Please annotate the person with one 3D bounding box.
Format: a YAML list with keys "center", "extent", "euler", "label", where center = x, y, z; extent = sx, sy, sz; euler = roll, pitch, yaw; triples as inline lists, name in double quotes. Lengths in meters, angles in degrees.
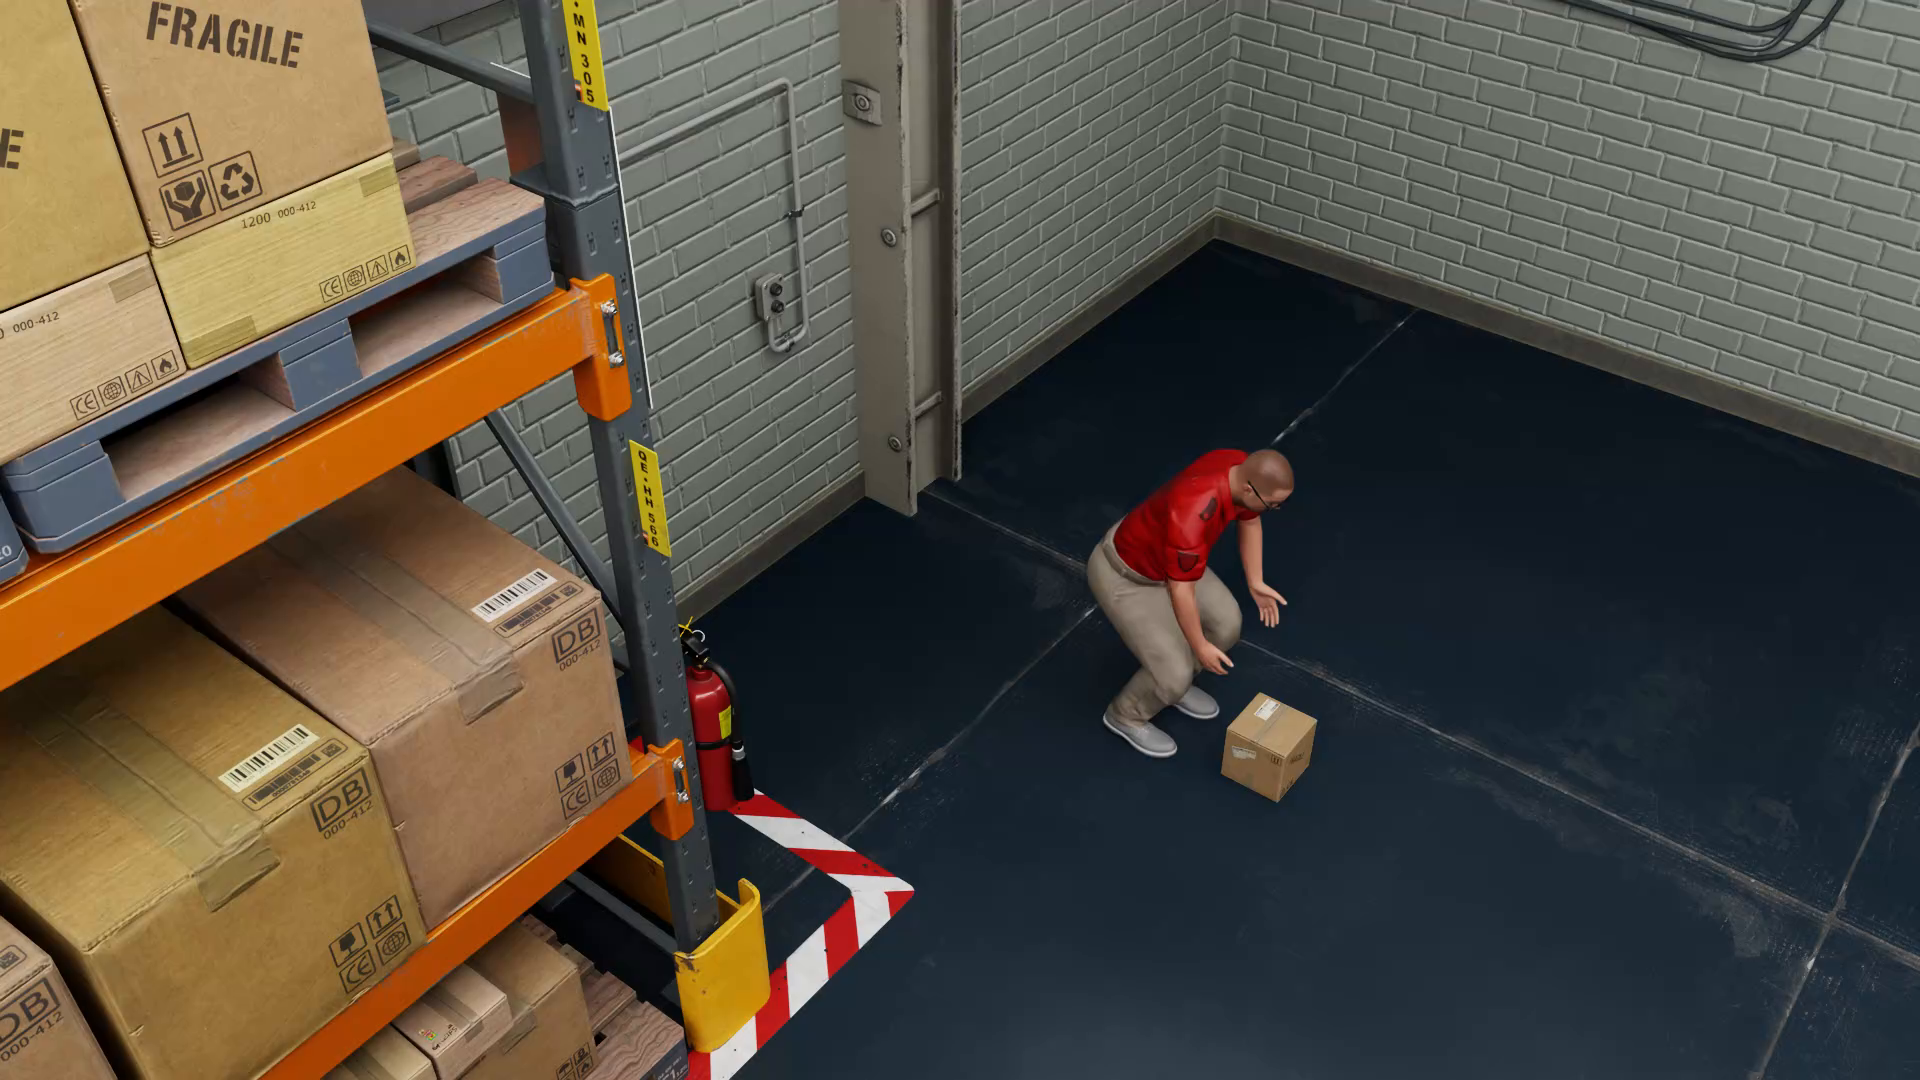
- center: [0.851, 0.164, 6.230]
  extent: [0.707, 1.401, 0.590]
  euler: [26, 45, 29]
  label: "person"
